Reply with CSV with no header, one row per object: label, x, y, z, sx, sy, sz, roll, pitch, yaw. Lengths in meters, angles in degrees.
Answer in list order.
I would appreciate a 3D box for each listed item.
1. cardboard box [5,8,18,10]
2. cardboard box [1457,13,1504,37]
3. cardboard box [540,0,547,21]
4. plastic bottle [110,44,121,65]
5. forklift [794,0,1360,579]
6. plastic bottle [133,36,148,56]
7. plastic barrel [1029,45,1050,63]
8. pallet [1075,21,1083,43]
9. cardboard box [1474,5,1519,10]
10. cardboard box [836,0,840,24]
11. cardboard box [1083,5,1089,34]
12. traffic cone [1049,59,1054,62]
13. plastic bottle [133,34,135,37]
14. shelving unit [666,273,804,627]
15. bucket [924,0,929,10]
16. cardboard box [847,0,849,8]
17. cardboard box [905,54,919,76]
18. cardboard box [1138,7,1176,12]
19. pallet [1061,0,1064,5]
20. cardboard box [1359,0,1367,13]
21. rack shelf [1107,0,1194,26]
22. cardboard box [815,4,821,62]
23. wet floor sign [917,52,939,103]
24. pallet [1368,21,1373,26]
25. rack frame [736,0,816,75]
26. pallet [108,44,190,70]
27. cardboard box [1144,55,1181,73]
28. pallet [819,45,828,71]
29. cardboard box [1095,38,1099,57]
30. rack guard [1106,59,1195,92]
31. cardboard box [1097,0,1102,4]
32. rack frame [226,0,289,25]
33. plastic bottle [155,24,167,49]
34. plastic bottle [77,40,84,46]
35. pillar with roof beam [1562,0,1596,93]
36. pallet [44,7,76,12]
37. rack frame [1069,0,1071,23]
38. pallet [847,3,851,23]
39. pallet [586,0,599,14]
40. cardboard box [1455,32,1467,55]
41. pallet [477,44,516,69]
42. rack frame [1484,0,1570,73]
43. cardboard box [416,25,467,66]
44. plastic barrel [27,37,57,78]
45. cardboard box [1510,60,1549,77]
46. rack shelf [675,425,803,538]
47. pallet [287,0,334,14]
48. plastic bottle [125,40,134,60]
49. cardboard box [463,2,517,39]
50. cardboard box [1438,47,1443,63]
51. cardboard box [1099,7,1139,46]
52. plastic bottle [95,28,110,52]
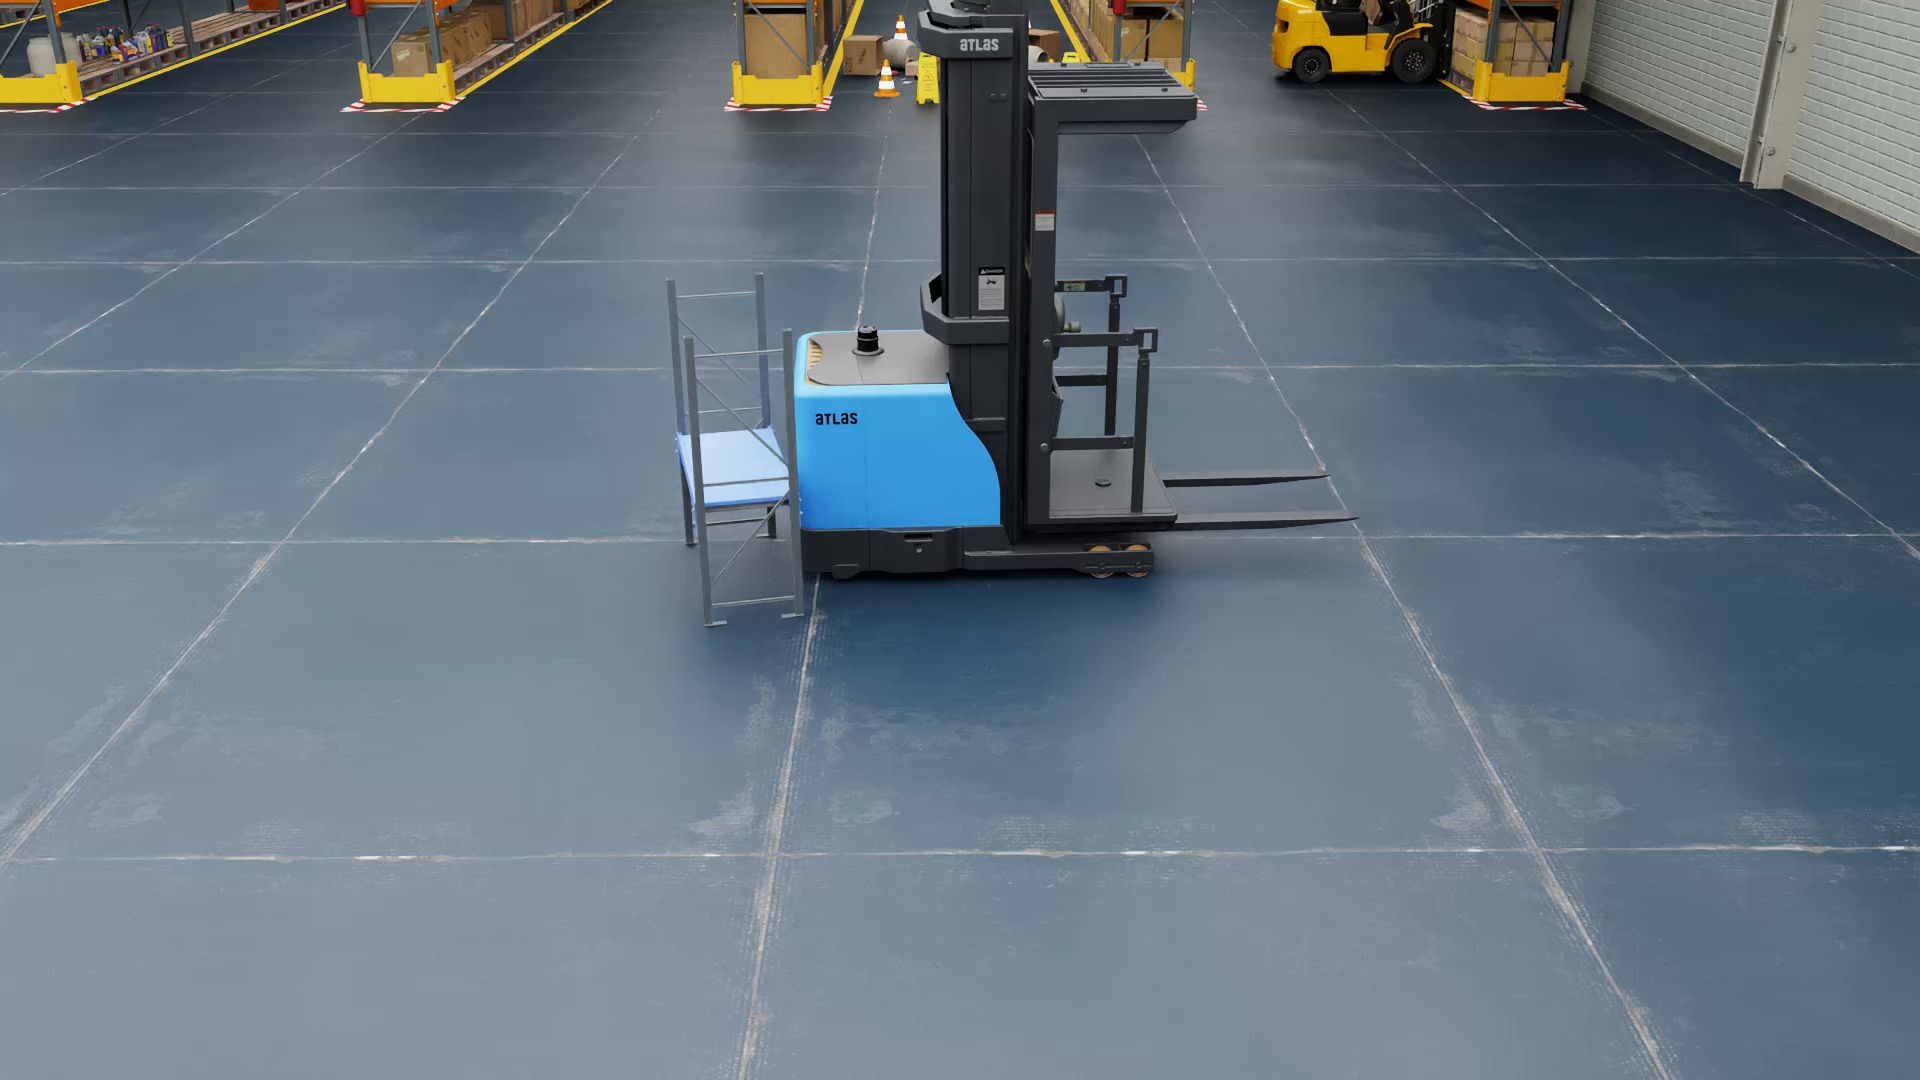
cardboard box,-17.084,-9.736,29.636,0.500,0.500,0.500,1,24,2
cardboard box,7.173,-7.093,22.907,0.500,0.250,0.500,0,24,0
cardboard box,-7.413,-9.085,28.198,0.700,0.500,0.500,-2,24,-5
plastic bottle,-12.033,-6.915,23.677,0.097,0.271,0.097,0,24,0
forklift,0.629,-1.352,8.682,3.031,2.935,1.130,-1,24,-3
plastic bottle,-12.069,-7.274,24.465,0.152,0.276,0.135,0,24,0
plastic barrel,1.001,-6.947,24.096,0.512,0.421,0.421,19,30,35
pallet,2.468,-8.479,27.741,1.003,0.211,1.213,0,24,-1
cardboard box,7.682,-7.516,23.843,0.500,0.250,0.500,-1,24,-2
cardboard box,-2.569,-9.064,27.871,1.050,0.750,0.750,0,24,0
cardboard box,2.475,-8.431,26.931,0.950,0.372,0.625,1,24,3
traffic cone,1.243,-6.292,22.600,0.336,0.463,0.334,0,24,-1
plastic bottle,-12.169,-7.333,24.587,0.061,0.283,0.133,0,24,-1
shelving unit,-1.154,-0.483,8.497,0.538,1.500,1.048,-6,25,-12
bucket,-0.148,-8.016,25.462,0.726,0.611,0.620,8,16,18
cardboard box,-2.251,-9.854,29.922,0.500,0.500,0.500,-1,24,-3
cardboard box,-0.594,-6.915,24.217,0.396,0.266,0.258,4,25,9
cardboard box,2.797,-7.322,23.717,0.500,0.500,0.500,0,24,0
pallet,2.490,-10.633,32.504,1.003,0.211,1.213,0,24,-1
cardboard box,7.407,-9.449,28.874,0.875,0.625,0.625,1,24,1
rack shelf,2.516,-7.773,23.669,1.077,0.370,4.000,0,24,-1
cardboard box,-2.504,-7.453,24.158,0.875,0.875,0.875,0,24,0
wet floor sign,-0.431,-6.137,22.036,0.267,0.644,0.232,-4,25,-10
pallet,7.394,-8.485,27.755,1.003,0.211,1.213,0,24,-1
rack frame,-2.411,-7.213,21.557,1.000,3.000,0.127,0,24,-1
pallet,-12.402,-7.310,25.157,1.003,0.211,1.213,0,24,-1
cardboard box,2.805,-6.549,22.916,0.500,0.250,0.500,0,24,-1
pallet,-2.525,-7.277,25.083,1.003,0.211,1.213,0,24,-1
cardboard box,2.256,-7.180,24.313,0.500,0.250,0.500,-1,24,-1
rack guard,2.537,-6.169,22.283,1.175,0.500,0.348,0,24,-1
cardboard box,2.185,-7.882,24.166,0.380,0.149,0.250,1,24,2
rack frame,-12.412,-10.506,28.839,1.000,3.000,0.127,0,24,-1
plastic bottle,-12.073,-7.587,25.066,0.144,0.351,0.185,-1,24,-2
plastic bottle,-12.760,-7.085,24.047,0.152,0.276,0.135,-1,24,-2
pillar with roof beam,4.090,-10.305,21.115,9.100,9.000,0.400,0,24,-1
pallet,-17.346,-10.024,31.158,1.003,0.211,1.213,0,24,-1
rack frame,2.450,-10.573,28.987,1.000,3.000,0.127,0,24,-1
pallet,-2.505,-9.560,30.133,1.003,0.211,1.213,0,24,-1
pallet,-7.403,-10.084,31.291,1.003,0.211,1.213,0,24,-1
cardboard box,7.188,-6.872,23.026,0.500,0.250,0.500,0,24,-1
pallet,-7.373,-7.333,25.207,1.003,0.211,1.213,0,24,-1
rack frame,7.501,-7.300,21.751,1.000,3.000,0.127,0,24,-1
cardboard box,-7.391,-7.046,23.712,0.500,0.500,0.500,2,24,4
plastic barrel,-12.408,-6.538,22.576,0.421,0.512,0.421,0,24,0
cardboard box,7.691,-6.442,22.681,0.500,0.250,0.500,0,24,0
rack shelf,-1.154,-0.319,8.571,0.538,0.185,1.000,-6,25,-12
pallet,-12.472,-10.062,31.241,1.003,0.211,1.213,0,24,-1
plastic bottle,-12.037,-7.098,24.081,0.097,0.271,0.097,0,24,0
cardboard box,-7.401,-8.195,26.228,0.700,0.500,0.500,-2,24,-5
cardboard box,7.159,-7.056,24.038,0.500,0.250,0.500,1,24,1
cardboard box,2.261,-7.309,23.687,0.500,0.500,0.500,-1,24,-2
plastic bottle,-12.772,-7.439,24.739,0.144,0.351,0.185,-1,24,-3
